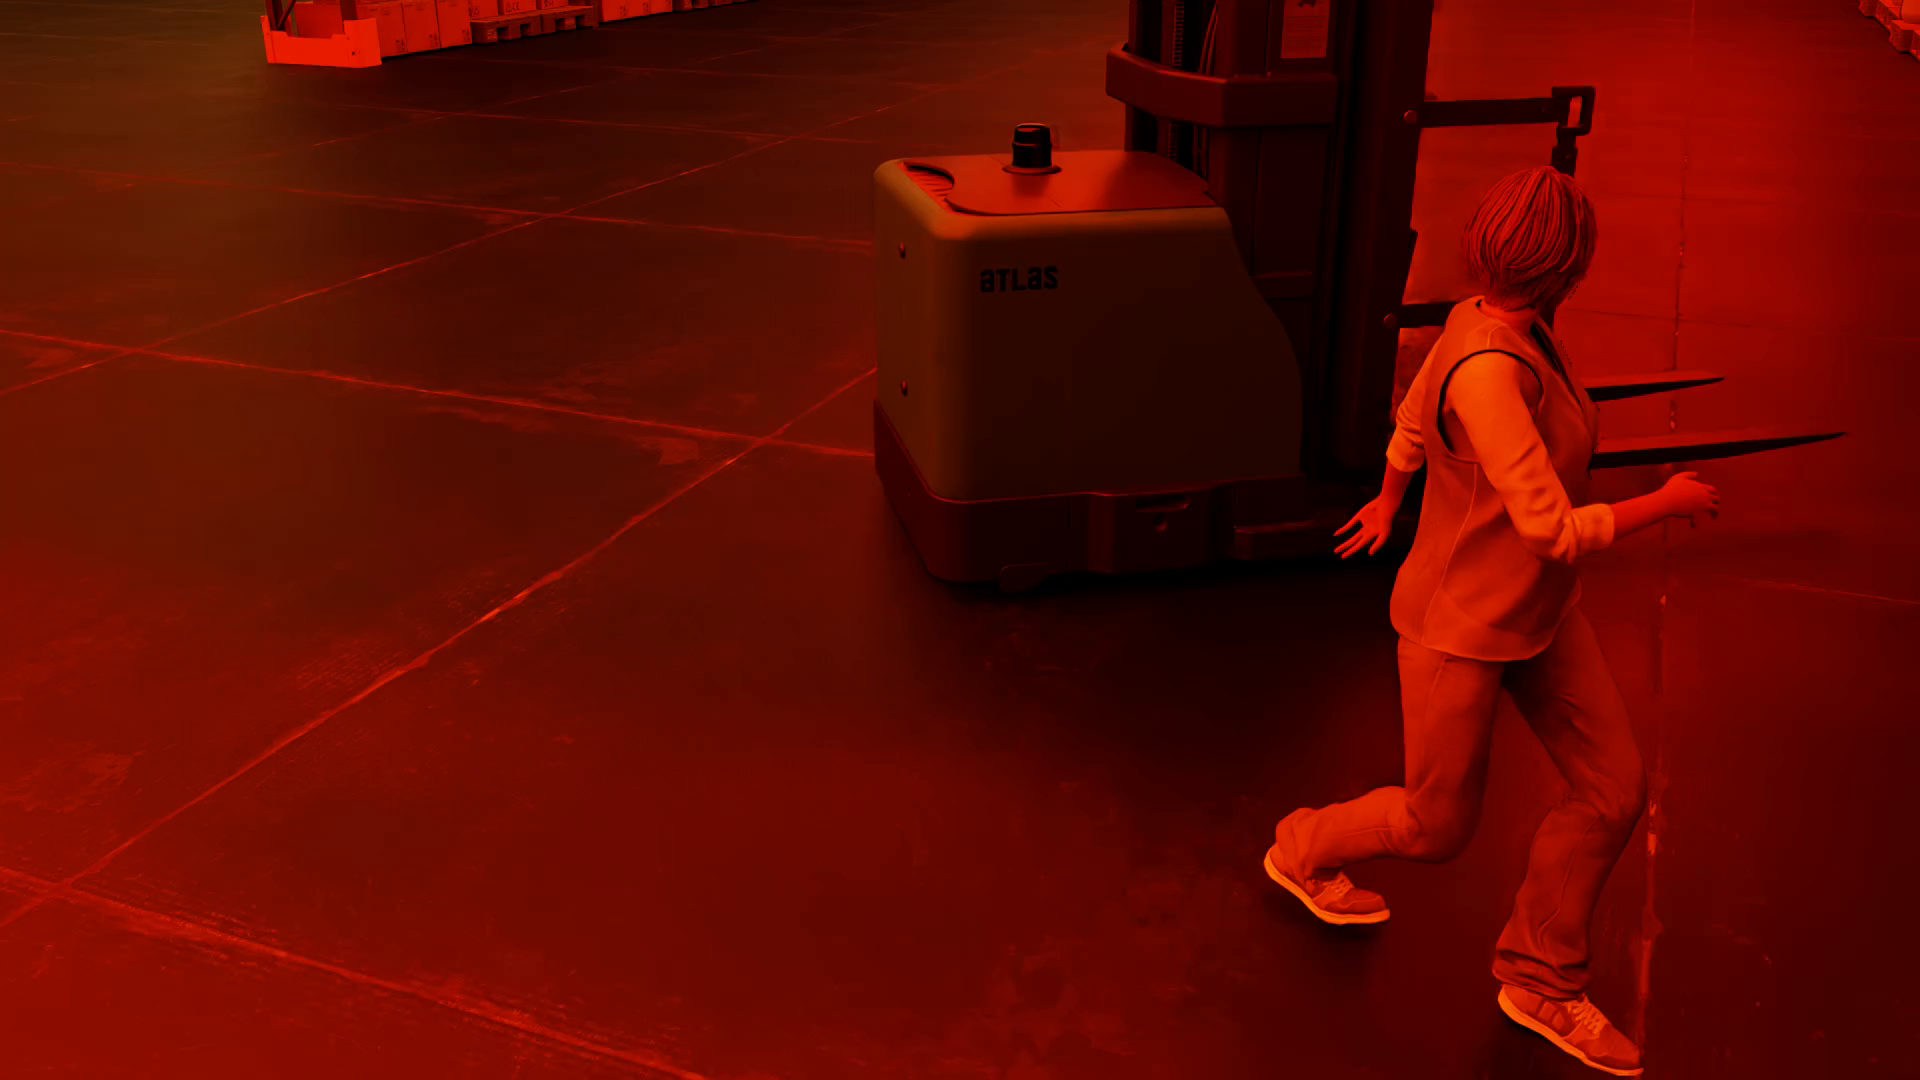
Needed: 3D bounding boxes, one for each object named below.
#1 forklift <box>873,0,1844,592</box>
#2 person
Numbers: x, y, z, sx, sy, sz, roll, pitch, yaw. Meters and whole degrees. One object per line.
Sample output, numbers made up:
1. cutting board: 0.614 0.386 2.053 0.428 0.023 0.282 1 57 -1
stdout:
1. forklift: 1.294 -1.487 4.849 3.031 2.935 1.130 -5 23 -12
2. person: 0.916 0.127 2.870 0.797 1.521 0.438 20 30 39
